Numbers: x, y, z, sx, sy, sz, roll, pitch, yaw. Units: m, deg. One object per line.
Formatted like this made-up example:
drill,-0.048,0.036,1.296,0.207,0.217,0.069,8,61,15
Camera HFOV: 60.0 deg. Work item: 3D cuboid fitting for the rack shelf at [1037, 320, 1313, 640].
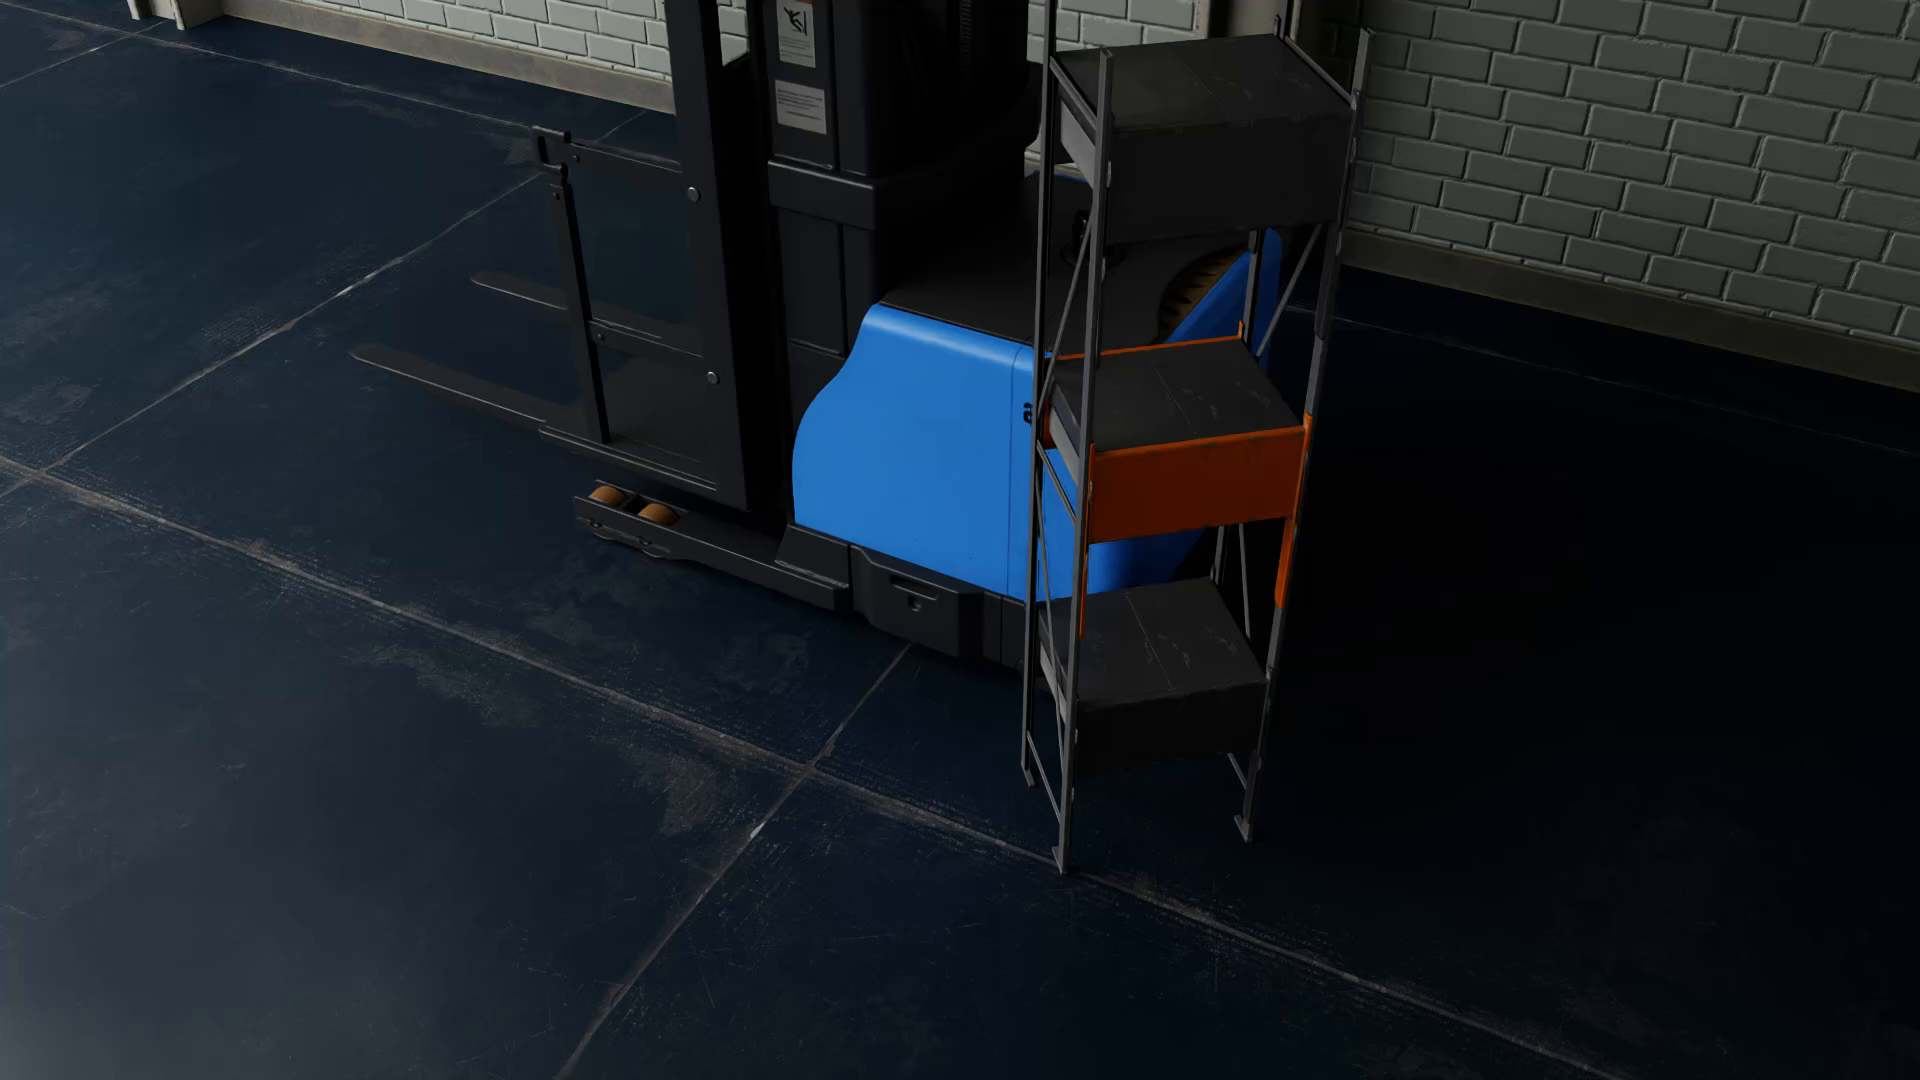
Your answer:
rack shelf,0.453,-0.139,3.719,0.480,0.518,0.431,-8,38,-10

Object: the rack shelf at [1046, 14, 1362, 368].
rack shelf,0.453,-0.697,3.296,0.480,0.518,0.431,-8,38,-10

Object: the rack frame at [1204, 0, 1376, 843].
rack frame,0.691,-0.183,3.754,0.015,2.100,0.400,-8,38,-10

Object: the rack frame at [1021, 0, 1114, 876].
rack frame,0.215,-0.117,3.667,0.015,2.100,0.400,-8,38,-10

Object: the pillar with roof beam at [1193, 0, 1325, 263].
pillar with roof beam,-0.863,-2.442,1.024,0.400,9.000,9.100,17,41,21

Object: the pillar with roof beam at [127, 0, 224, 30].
pillar with roof beam,-6.191,-4.110,3.222,0.400,9.000,9.100,17,41,21

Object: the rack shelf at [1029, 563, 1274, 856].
rack shelf,0.453,0.419,4.142,0.480,0.518,0.431,-8,38,-10

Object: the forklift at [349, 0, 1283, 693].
forklift,-0.625,-1.371,4.632,3.031,2.935,1.130,18,41,23

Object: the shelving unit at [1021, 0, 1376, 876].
shelving unit,0.453,-0.150,3.711,0.503,2.100,0.431,-8,38,-10
